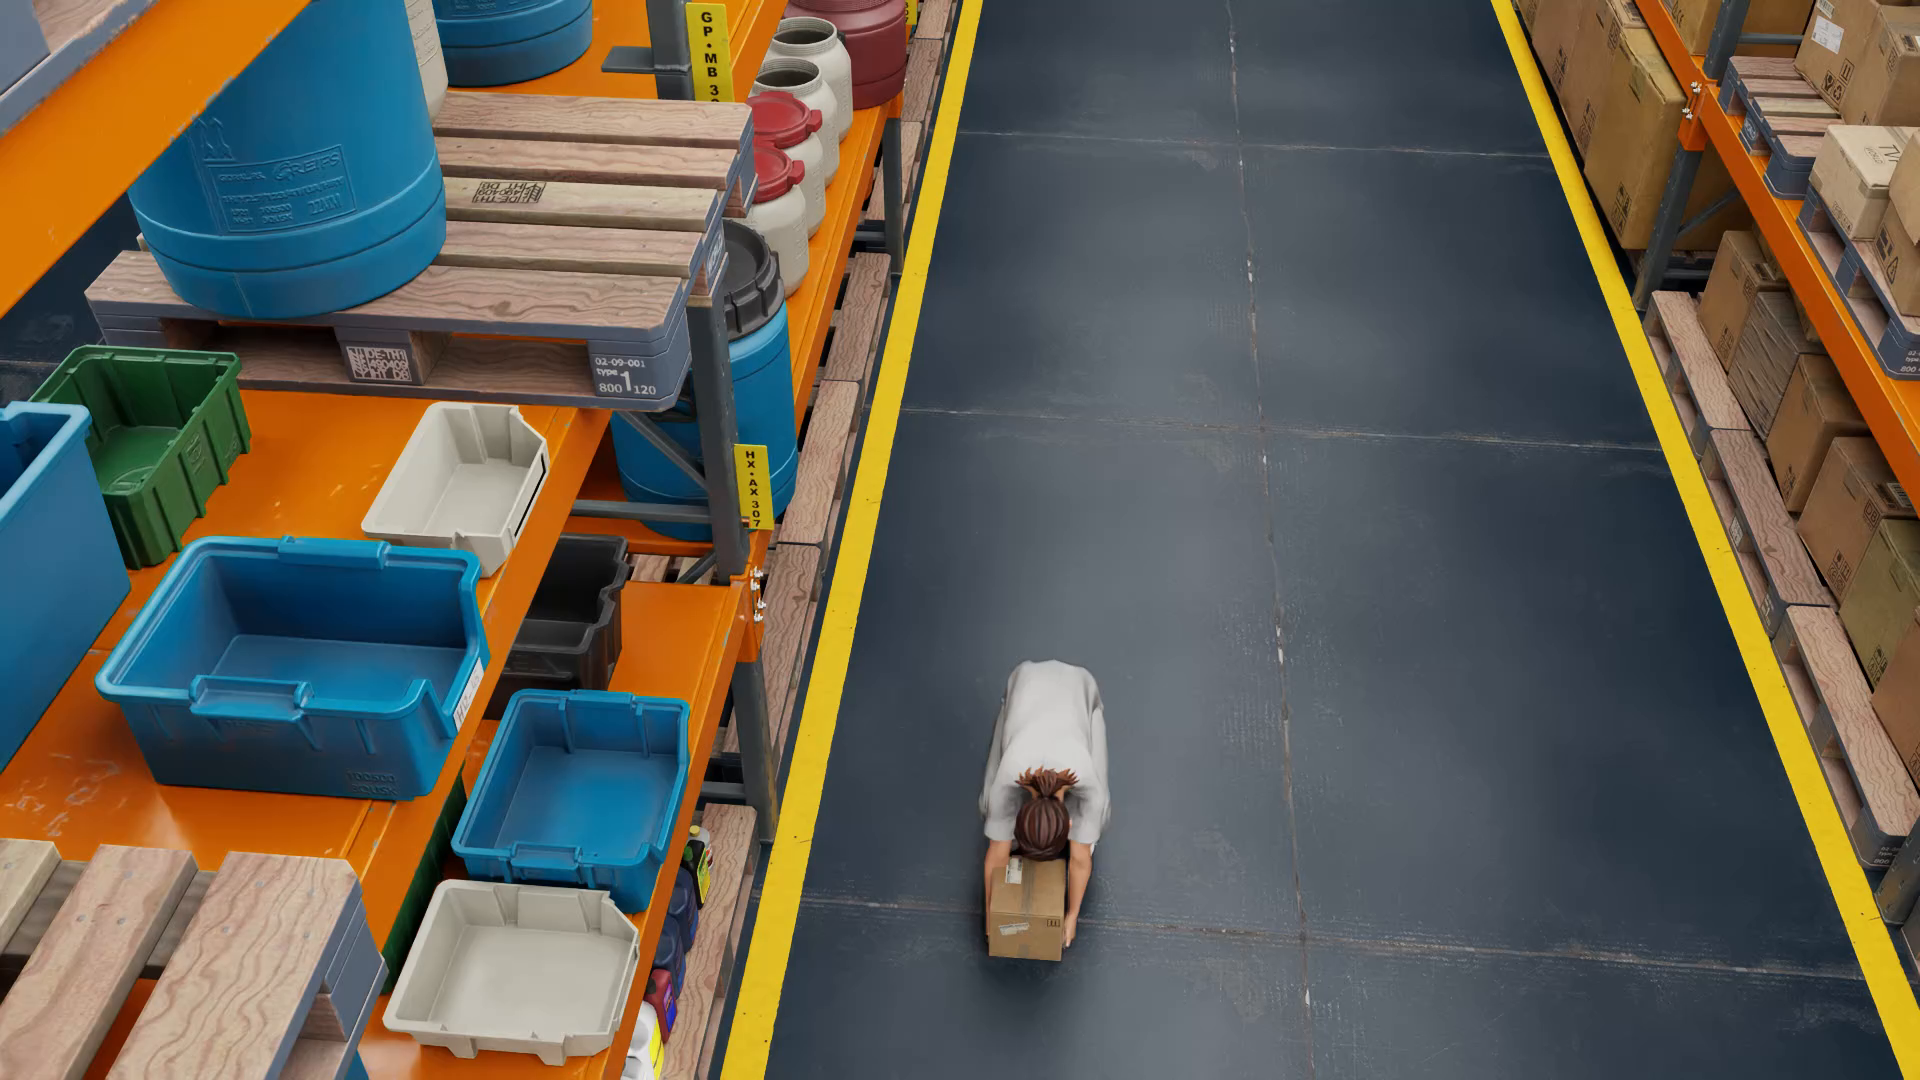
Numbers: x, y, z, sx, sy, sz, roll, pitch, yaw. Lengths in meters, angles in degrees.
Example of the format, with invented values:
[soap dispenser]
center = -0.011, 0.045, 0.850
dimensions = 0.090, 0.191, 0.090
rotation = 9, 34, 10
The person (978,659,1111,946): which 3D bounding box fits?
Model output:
[person]
center = 0.302, 0.901, 5.840
dimensions = 0.462, 0.751, 0.867
rotation = 5, 41, 6
